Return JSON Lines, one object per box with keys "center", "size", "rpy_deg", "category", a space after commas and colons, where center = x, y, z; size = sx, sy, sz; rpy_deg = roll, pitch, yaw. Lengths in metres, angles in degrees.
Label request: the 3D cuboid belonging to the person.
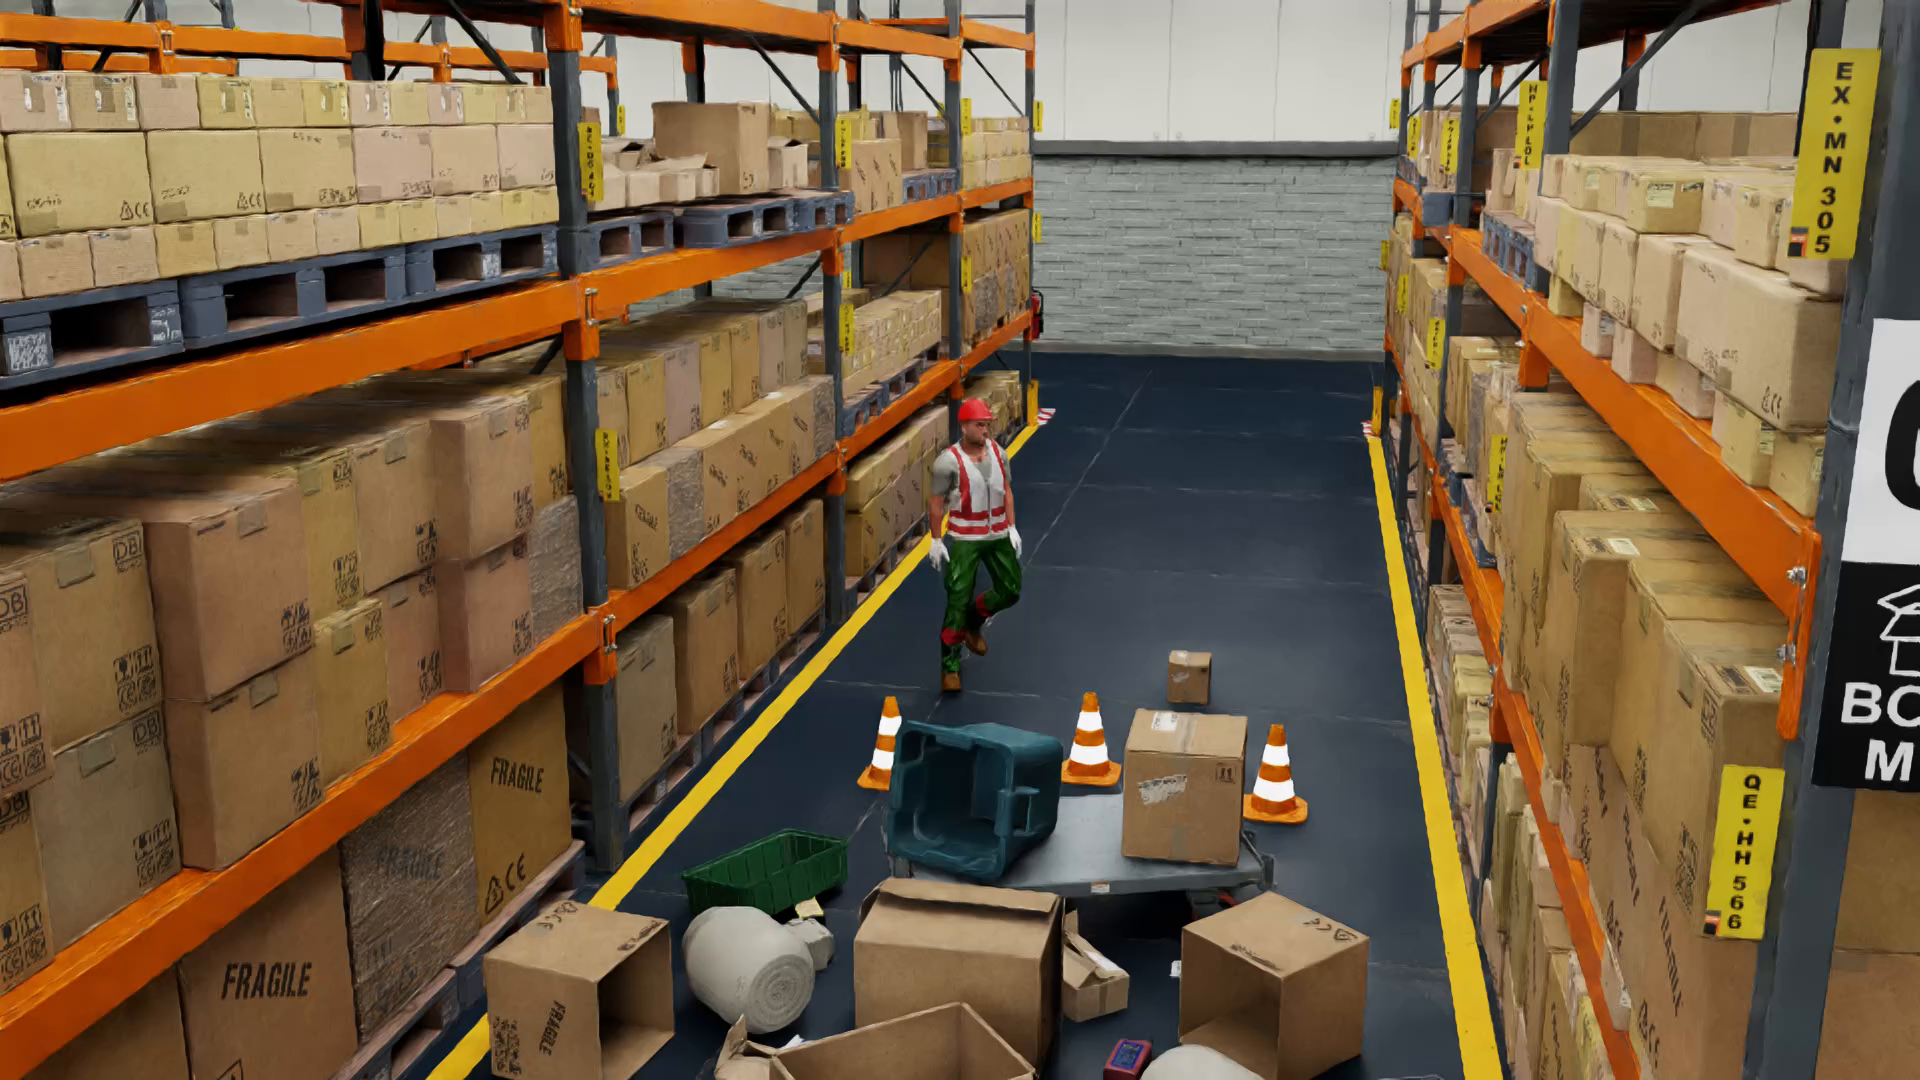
{"center": [0.060, -0.007, 10.421], "size": [0.654, 1.782, 0.593], "rpy_deg": [-9, 17, -31], "category": "person"}
